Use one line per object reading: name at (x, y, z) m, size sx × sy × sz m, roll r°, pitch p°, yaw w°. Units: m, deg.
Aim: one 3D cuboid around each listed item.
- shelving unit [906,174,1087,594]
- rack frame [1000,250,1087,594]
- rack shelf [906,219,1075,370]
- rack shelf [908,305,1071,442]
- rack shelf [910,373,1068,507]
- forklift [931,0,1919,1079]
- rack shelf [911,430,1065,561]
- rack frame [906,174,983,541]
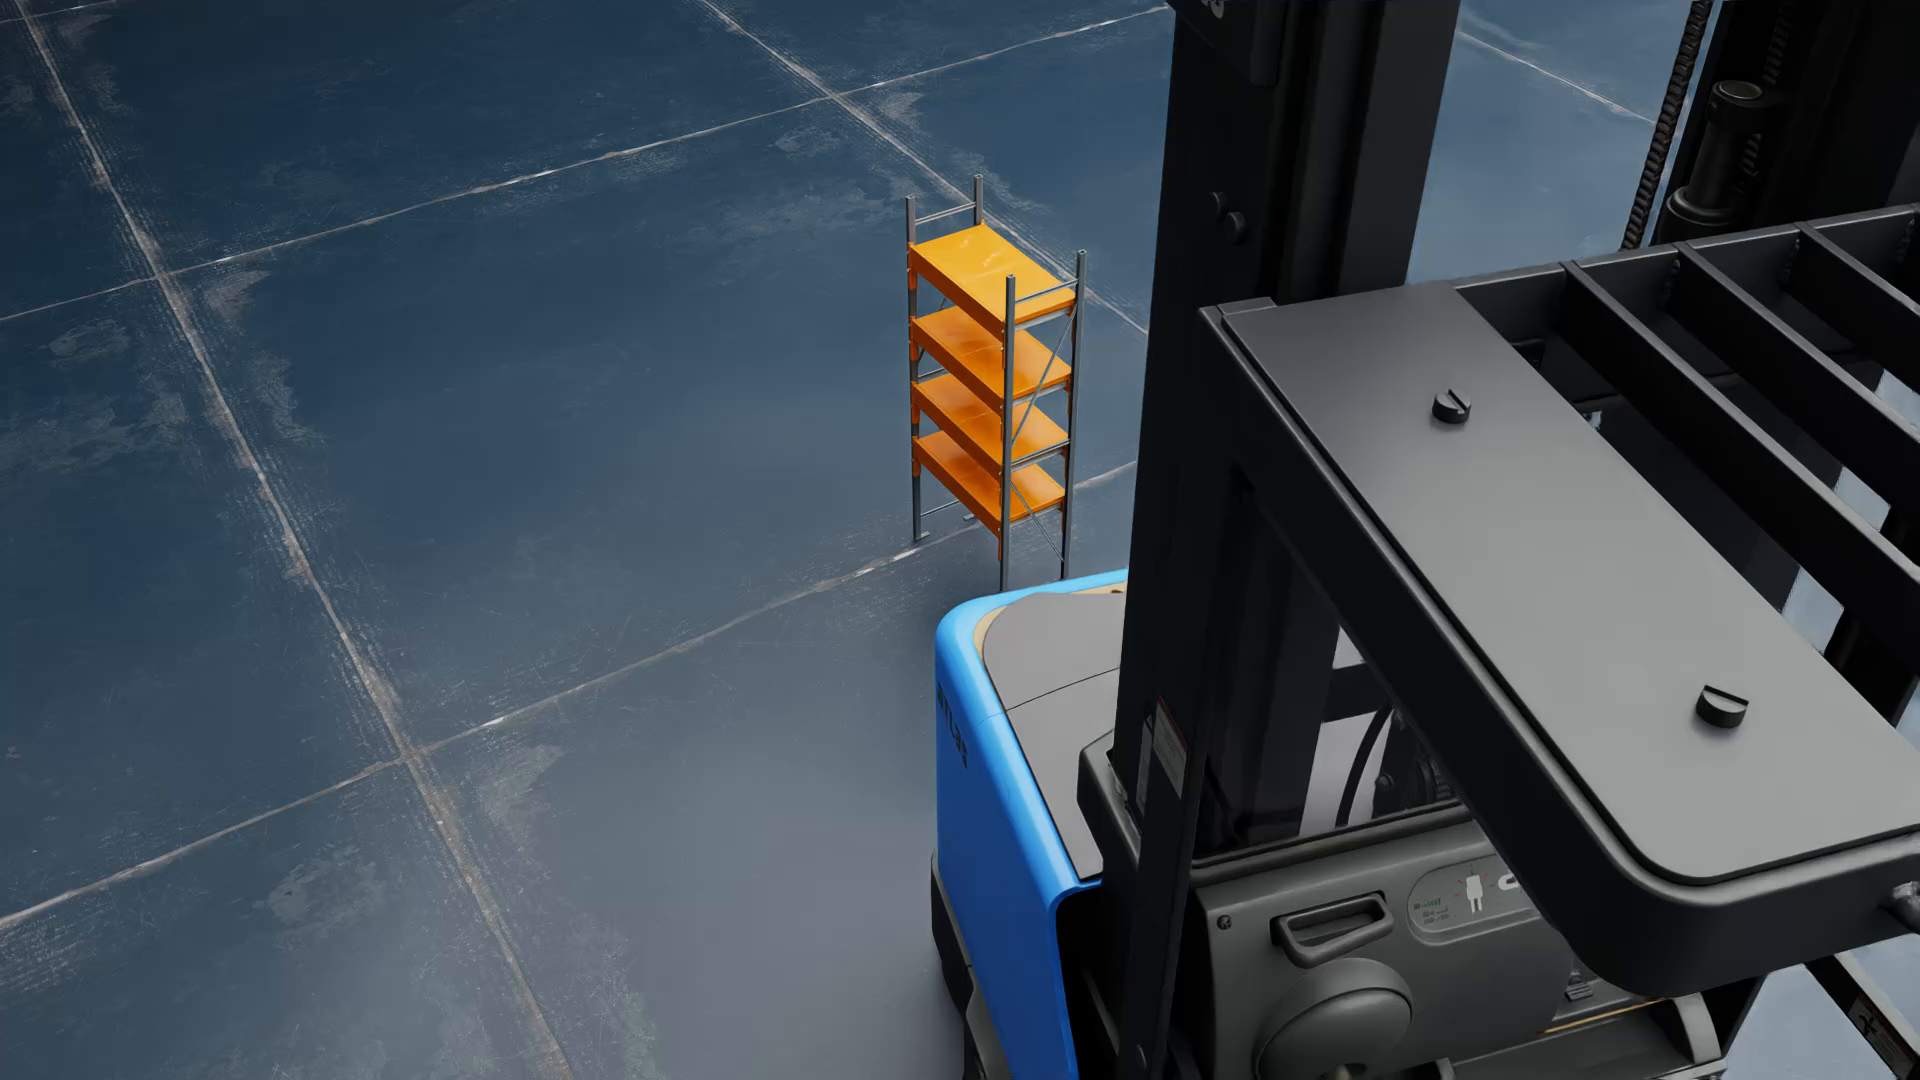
shelving unit at (0.089, -0.372, 4.759) m, size 0.258 × 1.200 × 0.503 m, roll -22°, pitch 45°, yaw -24°
rack frame at (0.220, -0.240, 4.601) m, size 0.240 × 1.200 × 0.015 m, roll -22°, pitch 45°, yaw -24°
rack shelf at (0.089, -0.673, 4.507) m, size 0.258 × 0.148 × 0.480 m, roll -22°, pitch 45°, yaw -24°
rack shelf at (0.089, -0.492, 4.659) m, size 0.258 × 0.148 × 0.480 m, roll -22°, pitch 45°, yaw -24°
rack shelf at (0.089, -0.320, 4.802) m, size 0.258 × 0.148 × 0.480 m, roll -22°, pitch 45°, yaw -24°
forklift at (0.840, 0.649, 2.182) m, size 1.130 × 2.935 × 3.031 m, roll -11°, pitch 41°, yaw -13°
rack shelf at (0.089, -0.167, 4.929) m, size 0.258 × 0.148 × 0.480 m, roll -22°, pitch 45°, yaw -24°
rack frame at (-0.042, -0.503, 4.917) m, size 0.240 × 1.200 × 0.015 m, roll -22°, pitch 45°, yaw -24°
